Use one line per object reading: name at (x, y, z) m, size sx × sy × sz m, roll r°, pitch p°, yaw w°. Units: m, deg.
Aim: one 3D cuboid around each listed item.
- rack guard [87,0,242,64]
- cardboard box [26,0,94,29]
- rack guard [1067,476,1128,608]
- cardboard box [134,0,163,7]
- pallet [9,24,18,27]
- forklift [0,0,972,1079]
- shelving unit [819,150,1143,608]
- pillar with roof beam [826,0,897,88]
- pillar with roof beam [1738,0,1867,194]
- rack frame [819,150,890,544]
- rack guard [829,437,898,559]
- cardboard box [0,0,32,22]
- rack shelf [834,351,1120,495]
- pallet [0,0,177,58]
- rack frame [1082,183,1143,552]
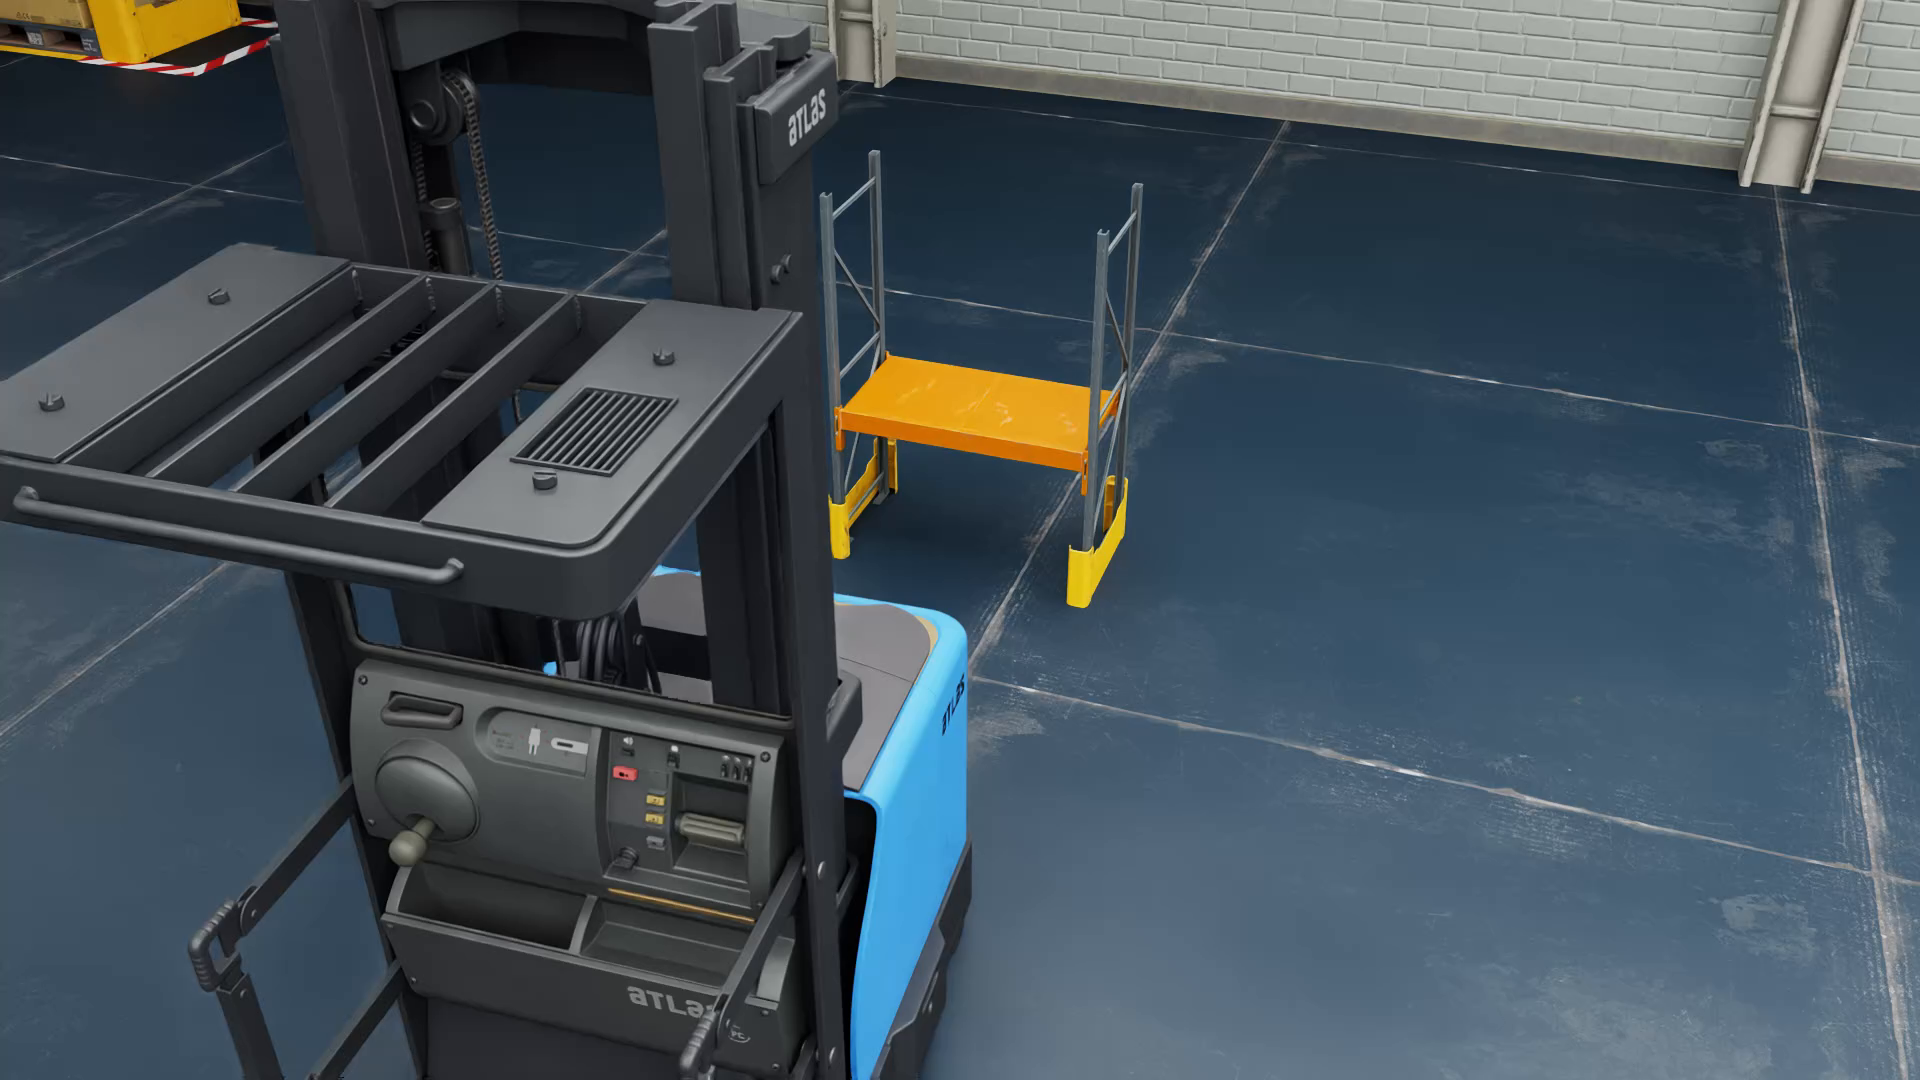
rack guard at (-5.961, -4.003, 12.489) m, size 0.348 × 0.500 × 1.175 m, roll 11°, pitch 34°, yaw 16°
cardboard box at (-6.532, -4.003, 12.333) m, size 0.500 × 0.250 × 0.500 m, roll 11°, pitch 35°, yaw 17°
rack guard at (0.541, 0.000, 6.519) m, size 0.087 × 0.250 × 0.587 m, roll 11°, pitch 34°, yaw 16°
cardboard box at (-6.380, -4.268, 12.743) m, size 0.500 × 0.250 × 0.500 m, roll 11°, pitch 34°, yaw 17°
pallet at (-7.862, -4.229, 13.105) m, size 1.213 × 0.211 × 1.003 m, roll 11°, pitch 34°, yaw 16°
forklift at (-0.862, 0.565, 3.173) m, size 1.130 × 2.935 × 3.031 m, roll 9°, pitch 34°, yaw 13°
shelving unit at (0.072, -0.616, 6.322) m, size 1.083 × 1.500 × 0.587 m, roll 11°, pitch 34°, yaw 16°
pillar with roof beam at (-2.139, -4.869, 5.995) m, size 0.400 × 9.000 × 9.100 m, roll 11°, pitch 34°, yaw 16°
pillar with roof beam at (3.509, -3.771, 4.295) m, size 0.400 × 9.000 × 9.100 m, roll 11°, pitch 34°, yaw 16°
rack frame at (-0.398, -0.707, 6.463) m, size 0.032 × 1.500 × 0.500 m, roll 11°, pitch 34°, yaw 16°
rack guard at (-0.397, -0.182, 6.802) m, size 0.087 × 0.250 × 0.587 m, roll 11°, pitch 34°, yaw 16°
cardboard box at (-6.997, -4.099, 12.481) m, size 0.500 × 0.250 × 0.500 m, roll 11°, pitch 34°, yaw 16°
rack shelf at (0.080, -0.463, 6.417) m, size 1.000 × 0.185 × 0.538 m, roll 11°, pitch 34°, yaw 16°
pallet at (-6.717, -4.004, 12.757) m, size 1.213 × 0.211 × 1.003 m, roll 11°, pitch 34°, yaw 16°
rack frame at (0.559, -0.521, 6.175) m, size 0.032 × 1.500 × 0.500 m, roll 11°, pitch 34°, yaw 16°
